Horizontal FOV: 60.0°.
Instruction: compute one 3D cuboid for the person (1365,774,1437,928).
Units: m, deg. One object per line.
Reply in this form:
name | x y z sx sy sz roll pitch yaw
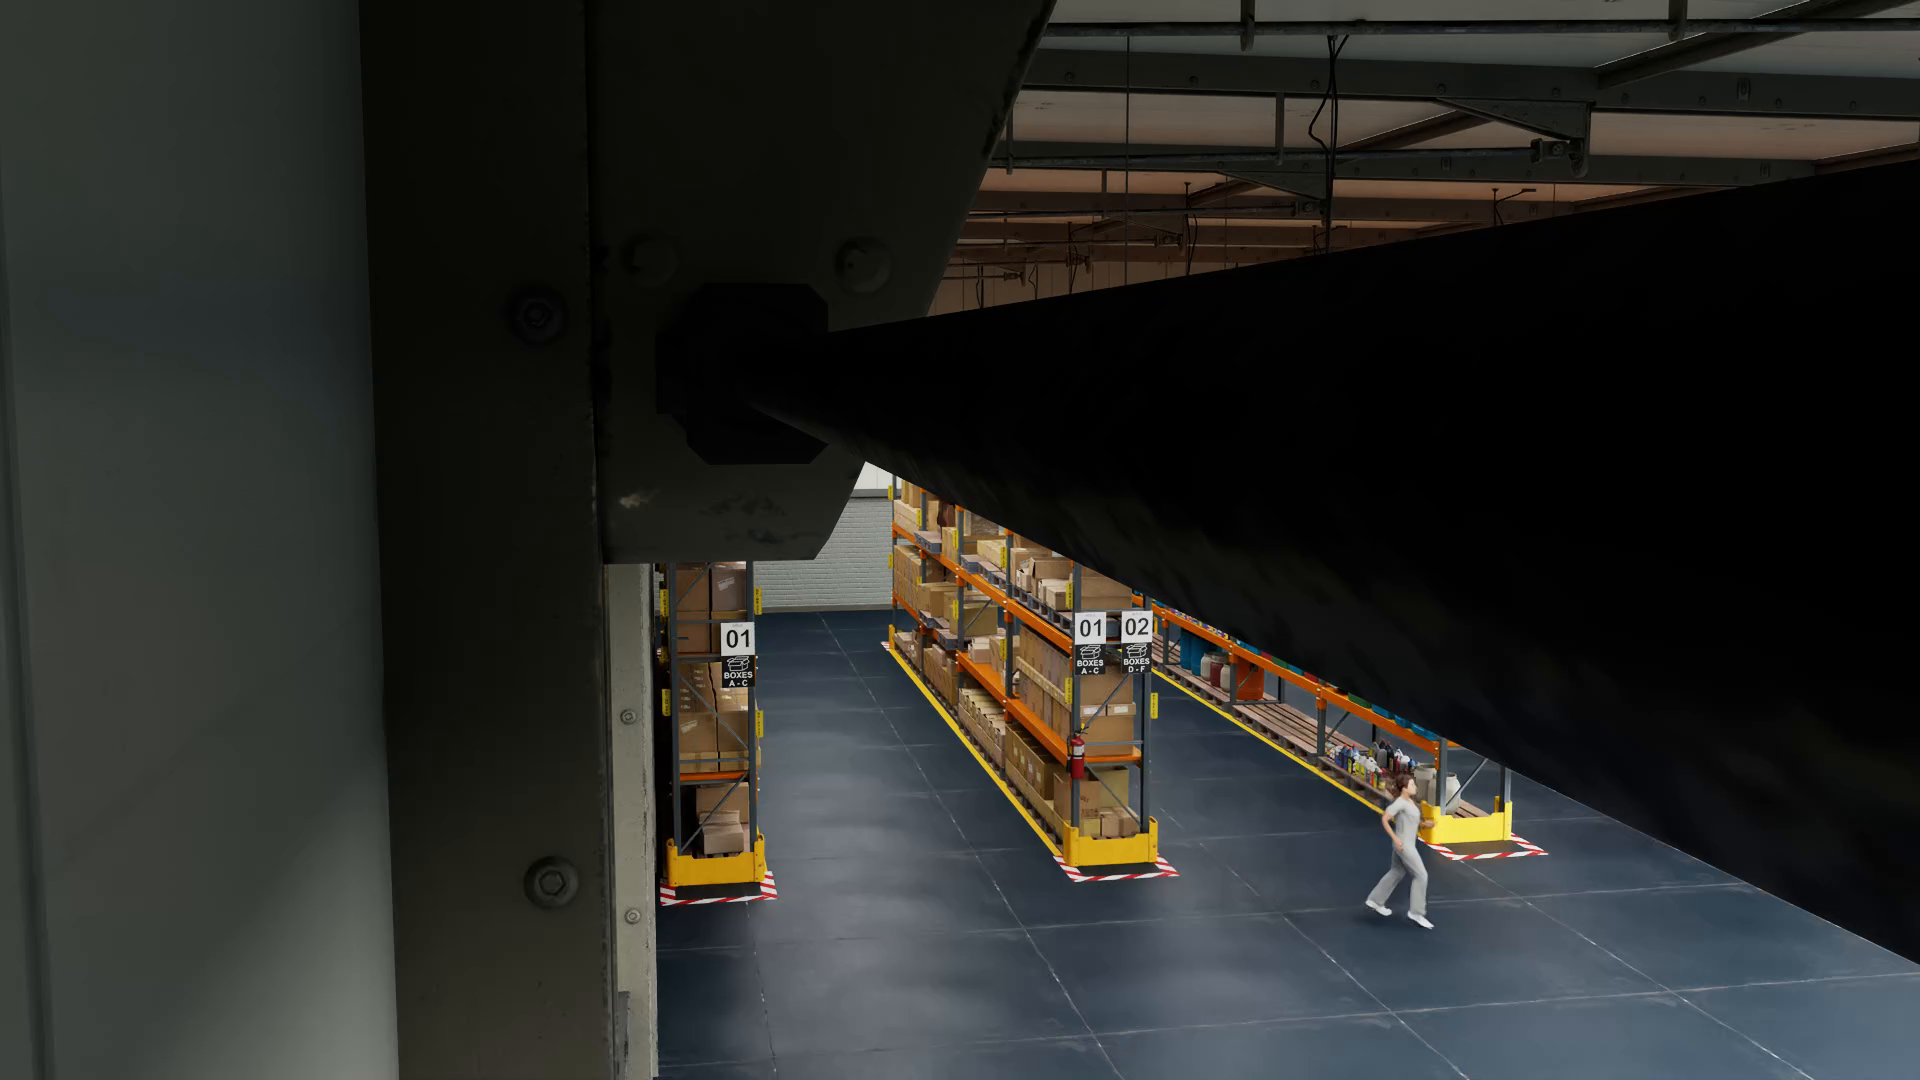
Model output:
person | 4.964 3.475 18.716 0.761 1.716 0.544 2 7 19
